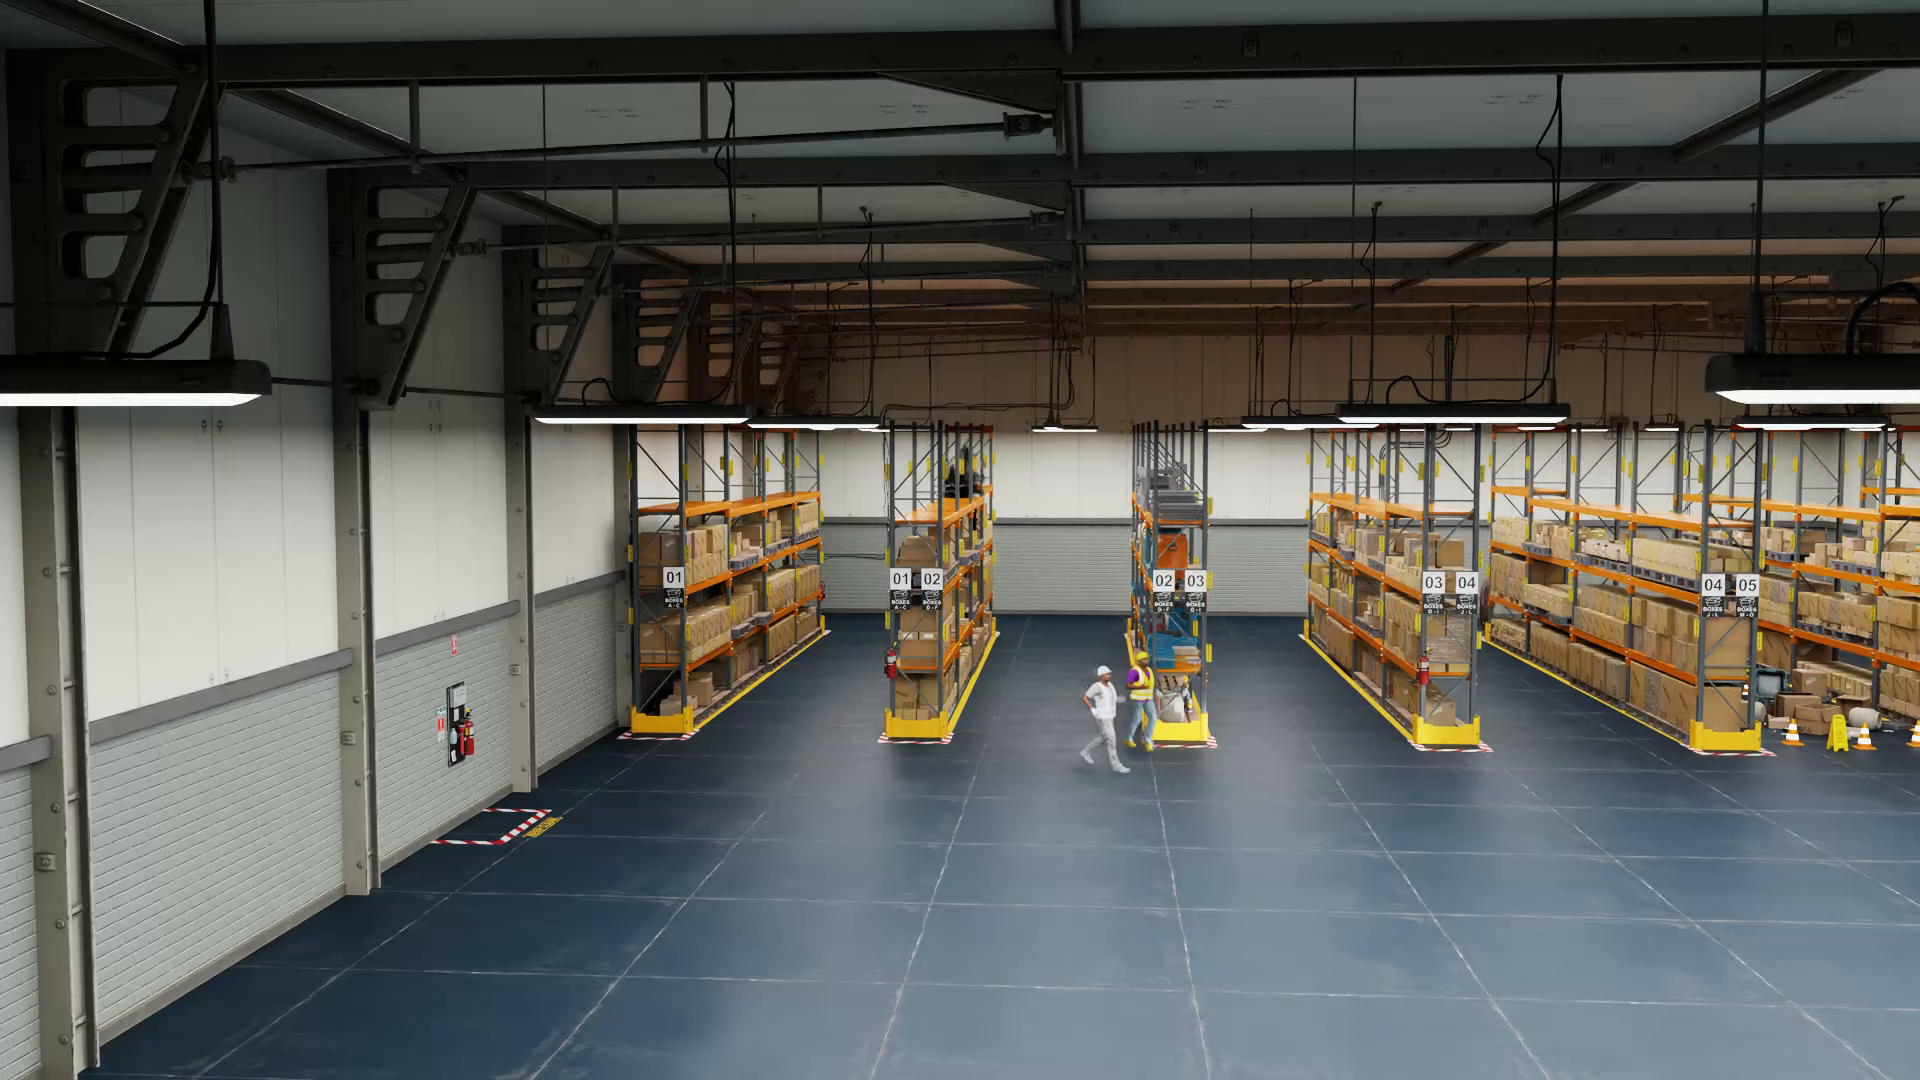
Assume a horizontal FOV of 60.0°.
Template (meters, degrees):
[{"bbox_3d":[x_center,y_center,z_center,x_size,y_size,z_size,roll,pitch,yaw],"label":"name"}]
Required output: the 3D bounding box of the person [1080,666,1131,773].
[{"bbox_3d":[2.457,3.016,28.211,1.003,1.764,0.685,2,4,29],"label":"person"}]

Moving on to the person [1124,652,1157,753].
[{"bbox_3d":[3.303,2.934,30.152,0.707,1.824,0.663,-2,4,-34],"label":"person"}]

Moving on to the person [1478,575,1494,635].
[{"bbox_3d":[15.097,1.837,47.558,0.665,1.716,0.762,-1,4,-21],"label":"person"}]
